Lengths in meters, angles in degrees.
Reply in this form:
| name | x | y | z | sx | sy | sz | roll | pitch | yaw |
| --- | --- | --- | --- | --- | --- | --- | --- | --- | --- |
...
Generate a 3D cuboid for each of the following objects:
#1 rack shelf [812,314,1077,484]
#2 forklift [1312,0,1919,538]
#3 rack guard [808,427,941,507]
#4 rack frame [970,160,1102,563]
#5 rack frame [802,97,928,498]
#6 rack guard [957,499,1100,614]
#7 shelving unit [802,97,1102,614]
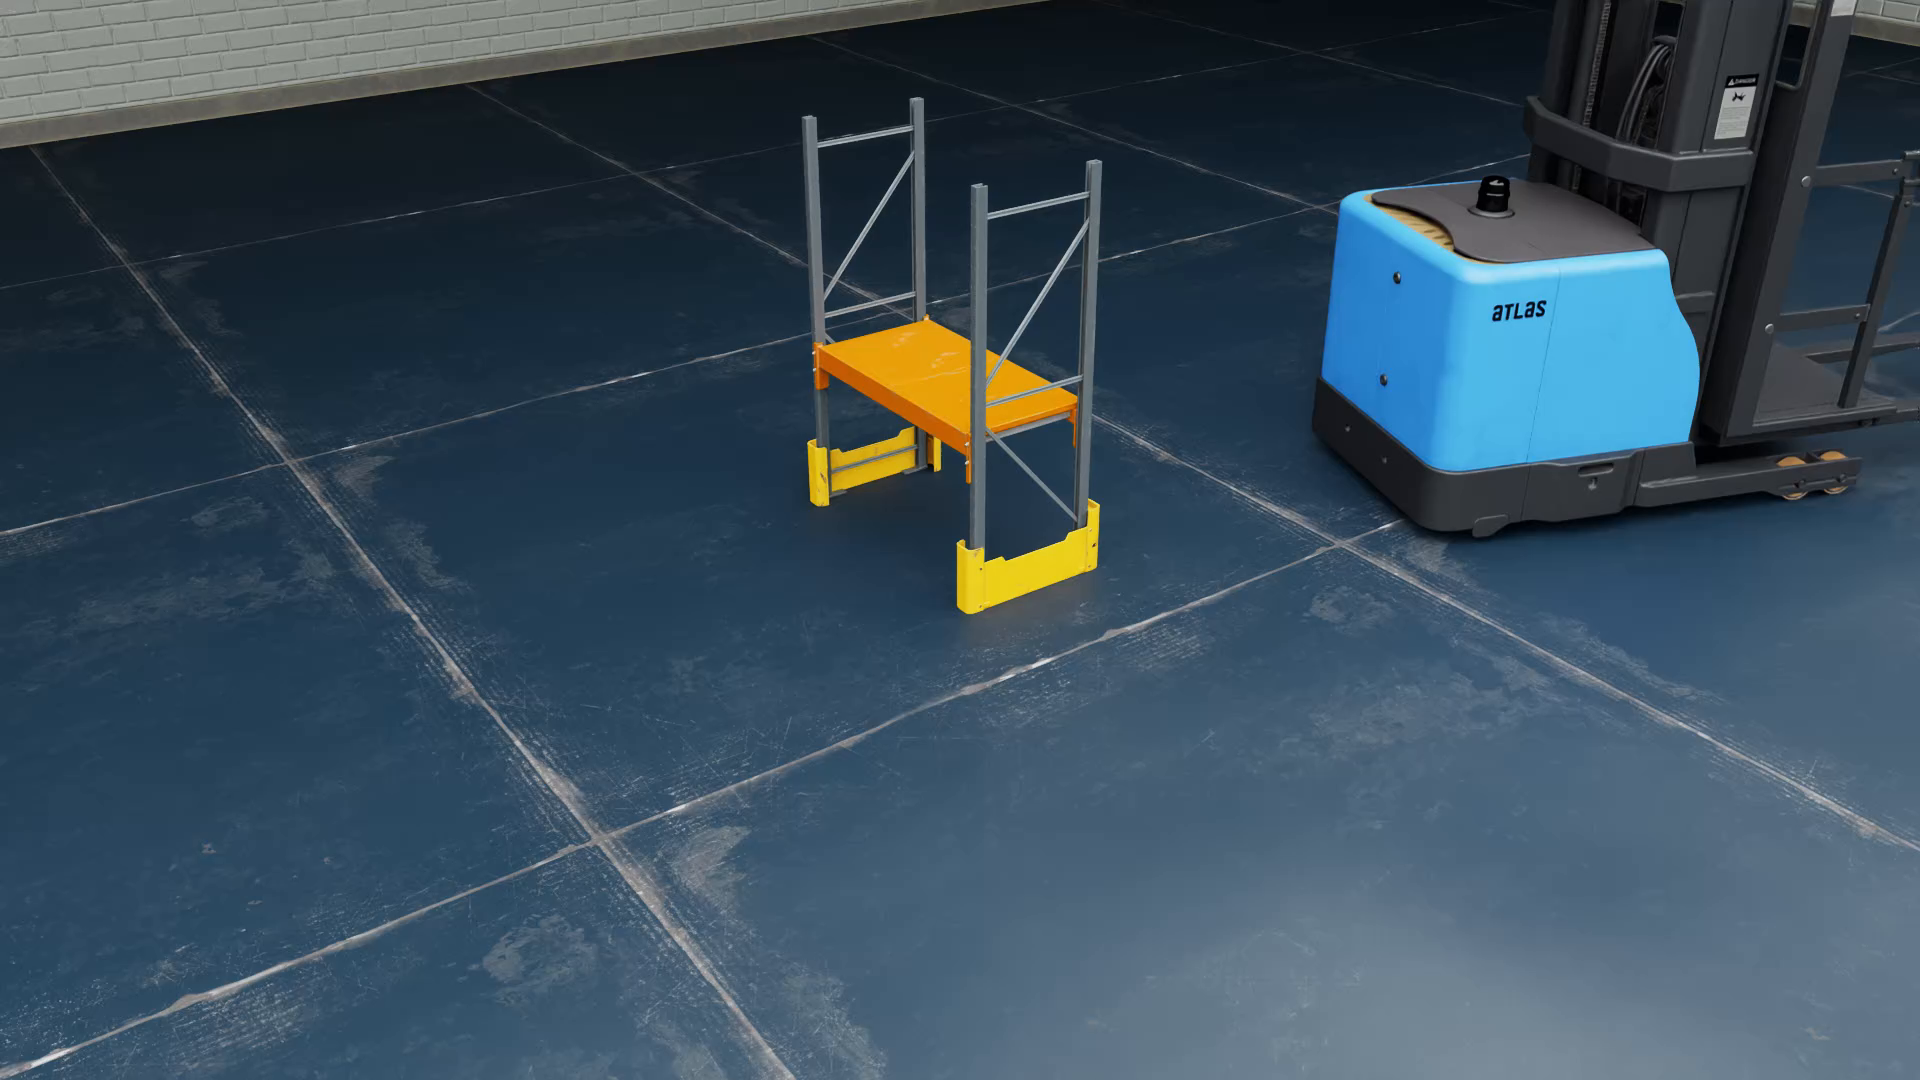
| name | x | y | z | sx | sy | sz | roll | pitch | yaw |
| --- | --- | --- | --- | --- | --- | --- | --- | --- | --- |
| rack shelf | -0.049 | -0.534 | 6.039 | 0.538 | 0.185 | 1.000 | -19 | 34 | -31 |
| forklift | 3.047 | -1.679 | 6.271 | 3.031 | 2.935 | 1.130 | -8 | 29 | -14 |
| rack guard | -0.333 | -0.333 | 6.601 | 0.587 | 0.250 | 0.087 | -19 | 34 | -31 |
| rack frame | 0.245 | -0.495 | 5.589 | 0.500 | 1.500 | 0.032 | -19 | 34 | -31 |
| rack frame | -0.344 | -0.890 | 6.317 | 0.500 | 1.500 | 0.032 | -19 | 34 | -31 |
| rack guard | 0.245 | 0.054 | 5.888 | 0.587 | 0.250 | 0.087 | -19 | 34 | -31 |
| shelving unit | -0.044 | -0.689 | 5.947 | 0.587 | 1.500 | 1.083 | -19 | 34 | -31 |
